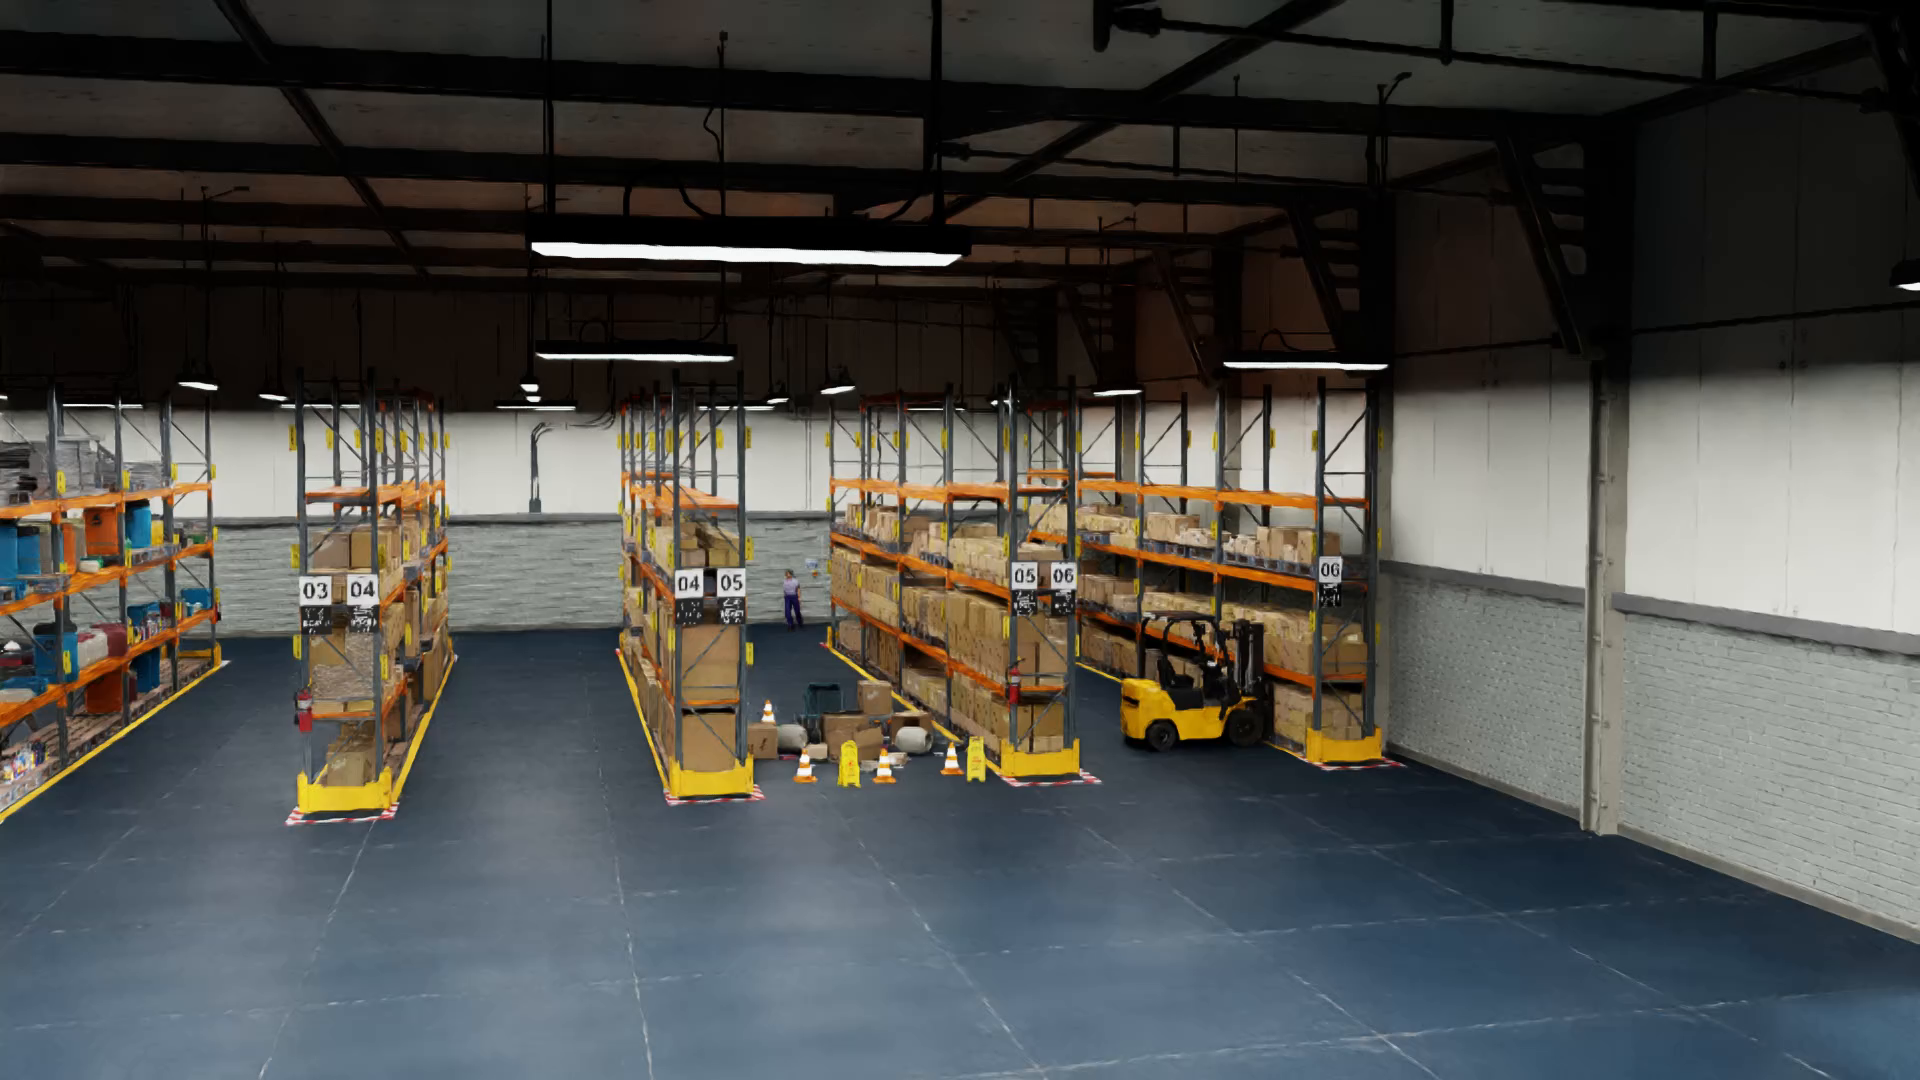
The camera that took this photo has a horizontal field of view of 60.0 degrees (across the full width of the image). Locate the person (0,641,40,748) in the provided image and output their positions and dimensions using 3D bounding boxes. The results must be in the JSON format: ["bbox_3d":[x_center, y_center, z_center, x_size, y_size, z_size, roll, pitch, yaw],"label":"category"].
[{"bbox_3d":[-15.452,2.511,27.269,0.558,1.736,0.929,0,3,2],"label":"person"}]

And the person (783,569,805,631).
[{"bbox_3d":[-4.392,1.567,44.007,0.541,1.633,0.553,1,4,23],"label":"person"}]
